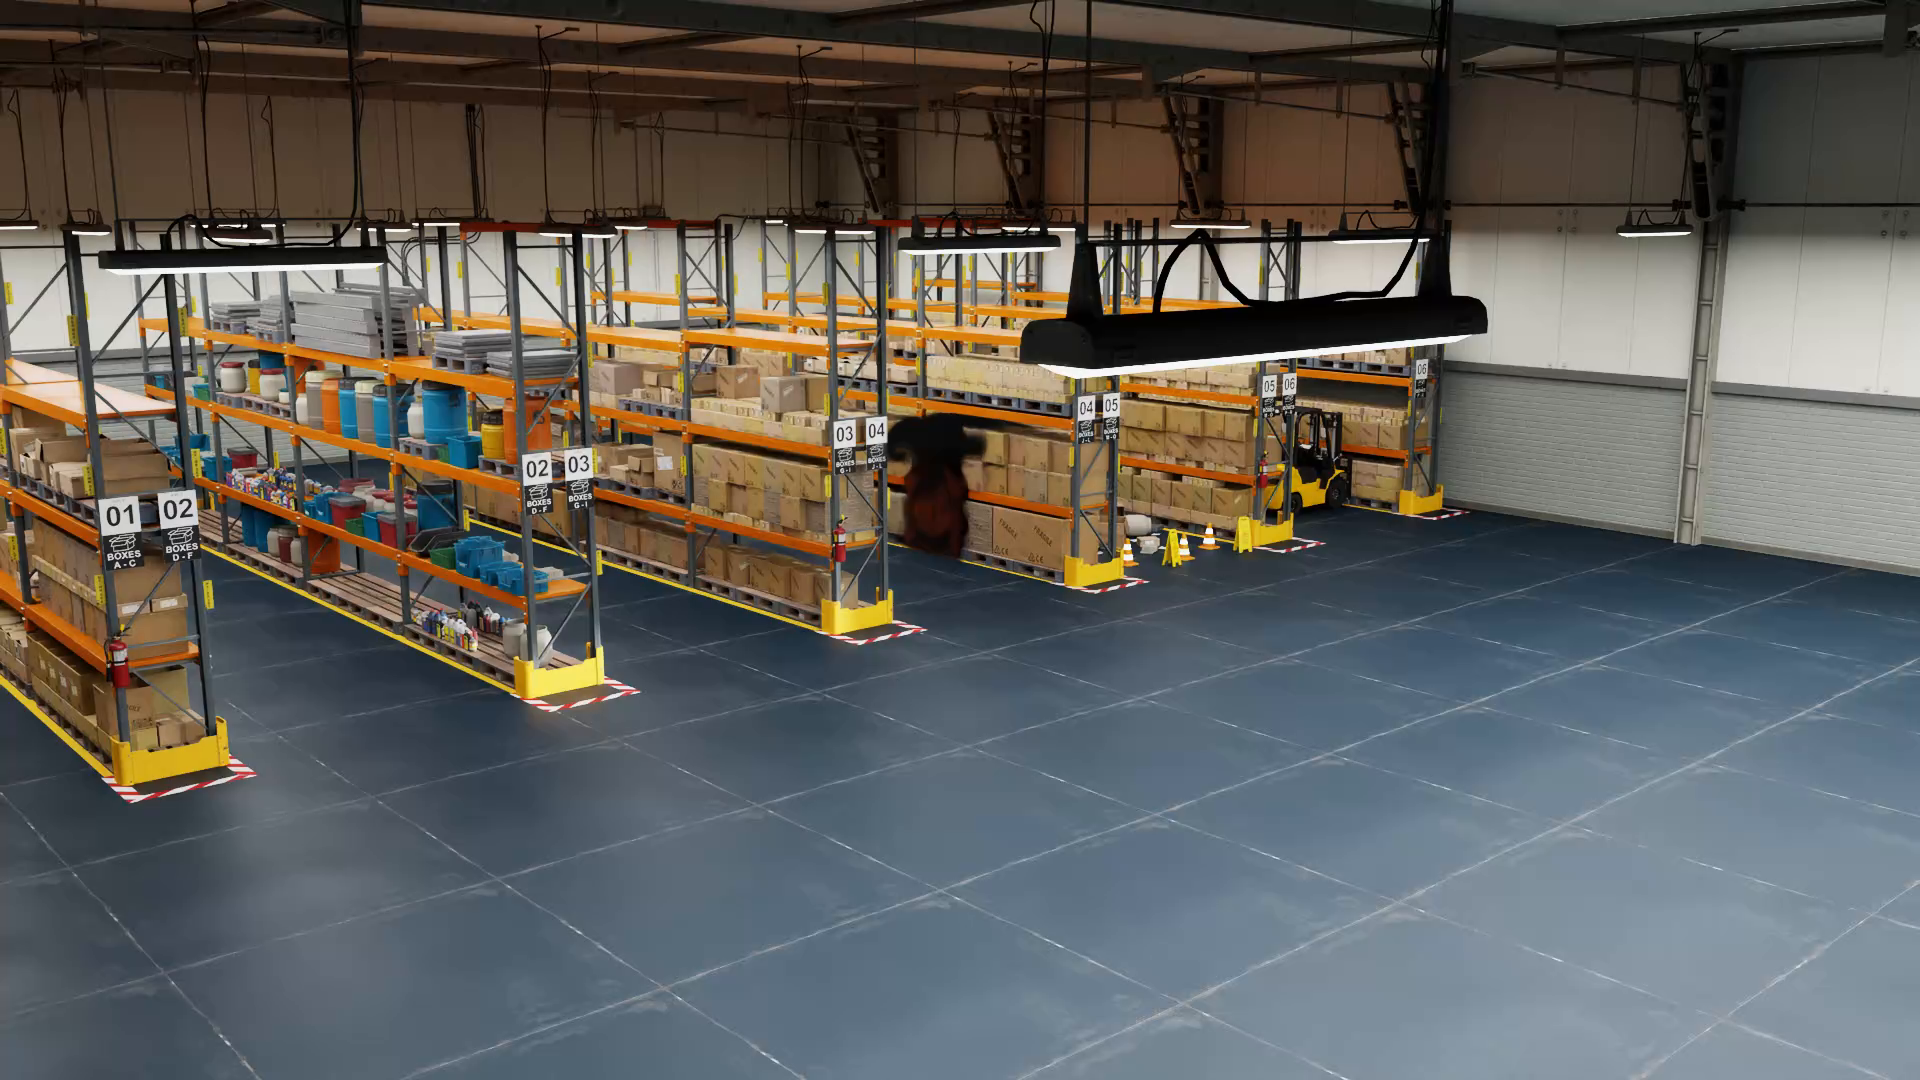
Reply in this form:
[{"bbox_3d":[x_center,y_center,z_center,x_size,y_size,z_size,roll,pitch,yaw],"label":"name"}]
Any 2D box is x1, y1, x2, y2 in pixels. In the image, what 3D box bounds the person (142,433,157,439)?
[{"bbox_3d":[-17.395,-1.417,34.992,1.009,1.627,0.631,-8,14,-36],"label":"person"}]
